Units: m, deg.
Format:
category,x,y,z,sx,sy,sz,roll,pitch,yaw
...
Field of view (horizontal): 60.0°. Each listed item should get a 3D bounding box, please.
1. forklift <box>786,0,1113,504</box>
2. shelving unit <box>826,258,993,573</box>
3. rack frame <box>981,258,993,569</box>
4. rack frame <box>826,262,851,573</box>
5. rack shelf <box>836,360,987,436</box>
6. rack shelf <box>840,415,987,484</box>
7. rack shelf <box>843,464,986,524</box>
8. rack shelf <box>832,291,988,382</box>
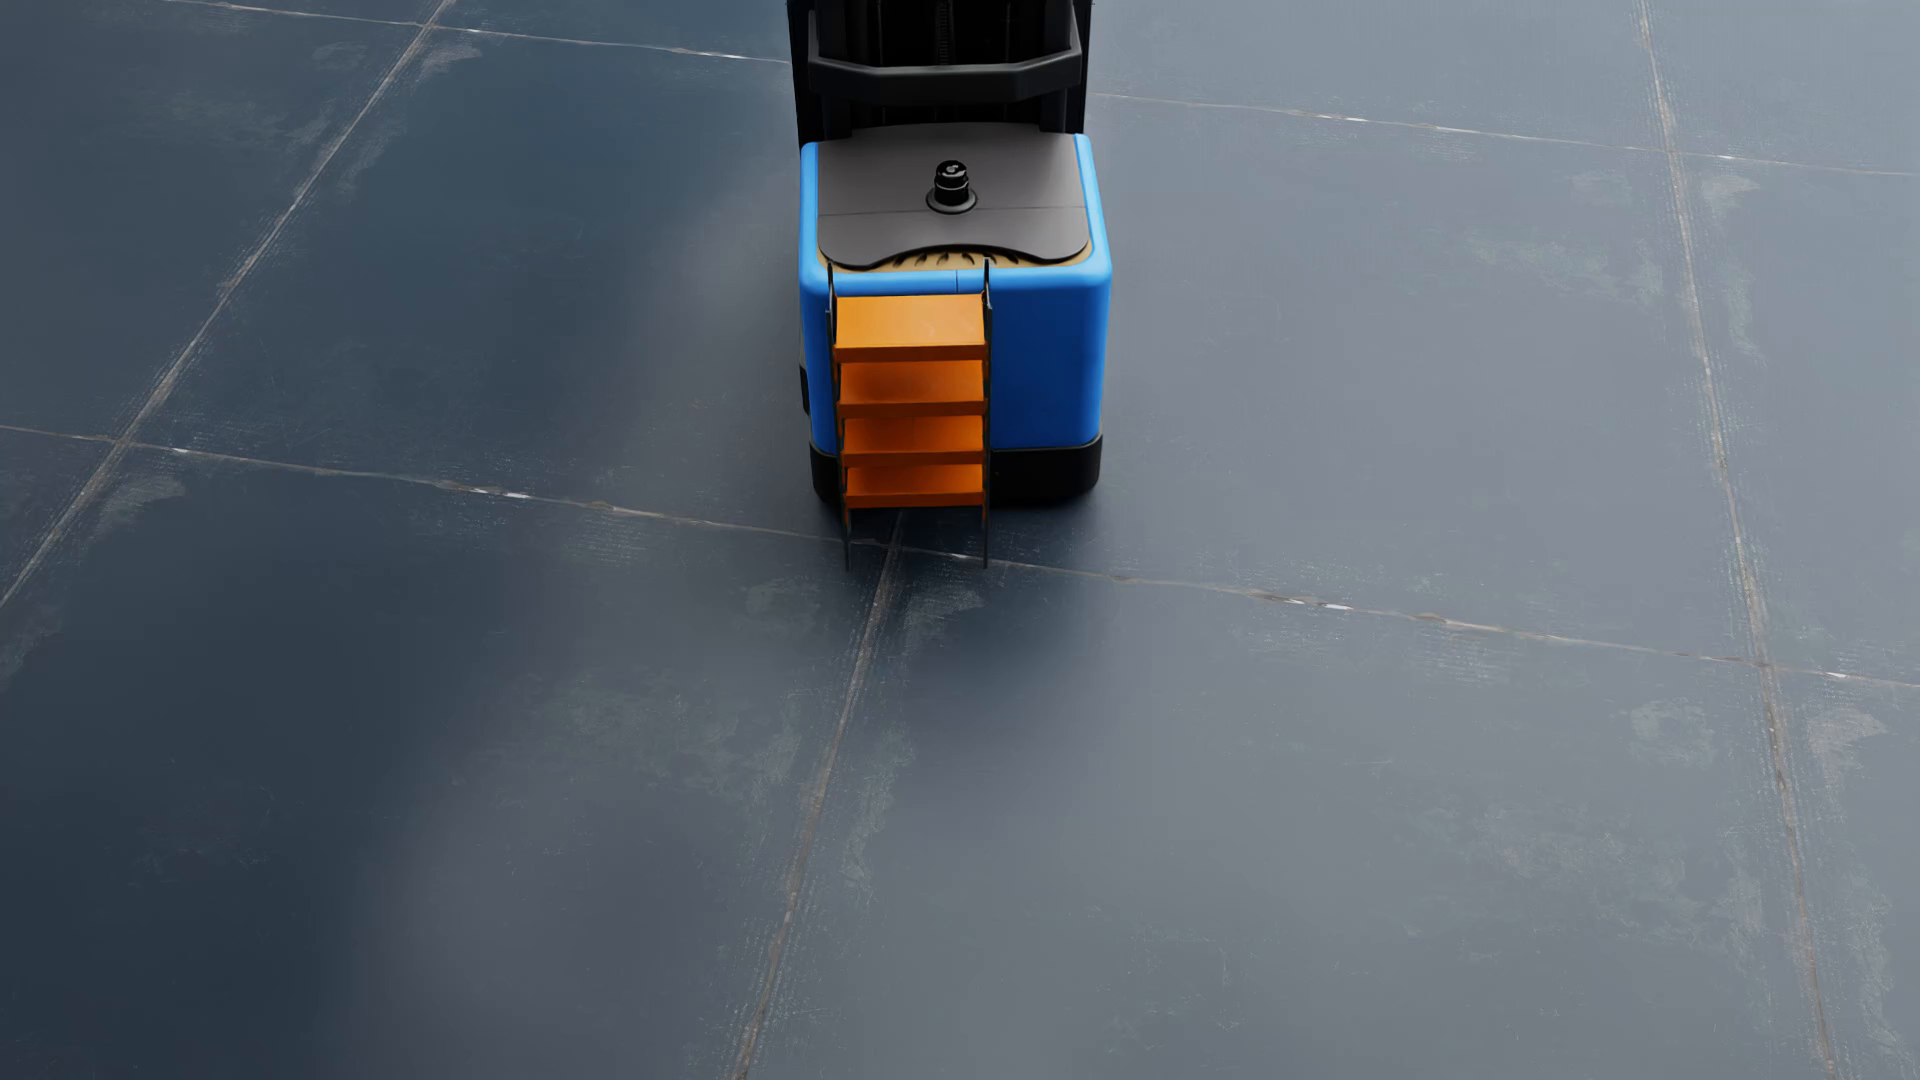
category,x,y,z,sx,sy,sz,roll,pitch,yaw
forklift,-0.087,-2.203,6.008,1.130,2.935,3.031,-2,48,-2
shelving unit,-0.157,-0.380,5.533,0.503,1.200,0.258,-1,48,-1
rack frame,0.087,-0.386,5.539,0.015,1.200,0.240,-1,48,-1
rack frame,-0.400,-0.374,5.528,0.015,1.200,0.240,-1,48,-1
rack shelf,-0.157,-0.484,5.417,0.480,0.148,0.258,-1,48,-1
rack shelf,-0.157,-0.335,5.583,0.480,0.148,0.258,-1,48,-1
rack shelf,-0.157,-0.202,5.731,0.480,0.148,0.258,-1,48,-1
rack shelf,-0.157,-0.642,5.241,0.480,0.148,0.258,-1,48,-1
